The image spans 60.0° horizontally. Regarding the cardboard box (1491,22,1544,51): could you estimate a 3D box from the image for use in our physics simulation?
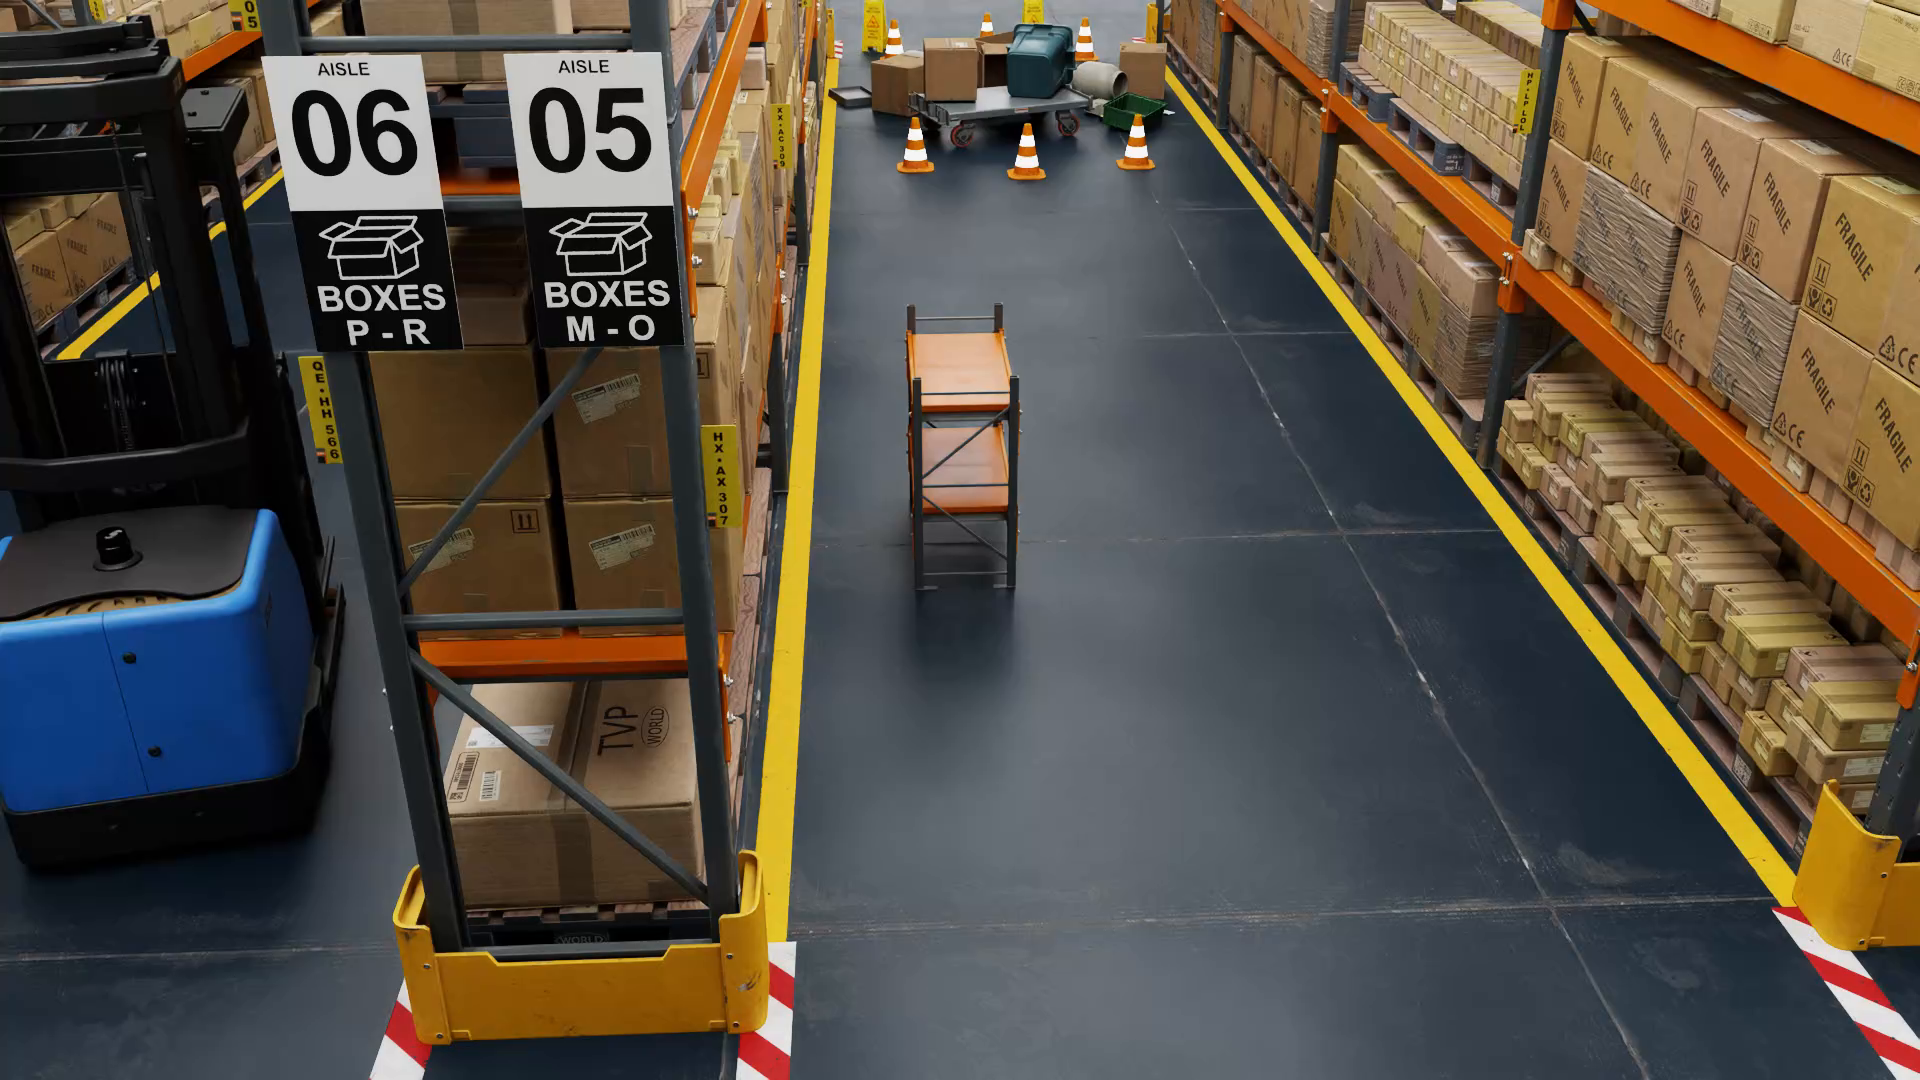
[{"bbox_3d":[3.799,-3.377,11.156,0.380,0.149,0.250,-1,28,-1],"label":"cardboard box"}]

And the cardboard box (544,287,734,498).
[{"bbox_3d":[-0.987,-0.470,5.217,0.500,0.500,0.500,-2,28,-4],"label":"cardboard box"}]

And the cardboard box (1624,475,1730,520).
[{"bbox_3d":[3.376,-0.181,7.839,0.380,0.149,0.250,-2,28,-5],"label":"cardboard box"}]

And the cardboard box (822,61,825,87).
[{"bbox_3d":[-1.674,-4.787,17.205,0.500,0.250,0.500,0,28,0],"label":"cardboard box"}]

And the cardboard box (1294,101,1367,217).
[{"bbox_3d":[3.331,-3.086,13.402,1.050,0.750,0.750,-2,28,-3],"label":"cardboard box"}]

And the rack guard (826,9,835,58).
[{"bbox_3d":[-2.078,-5.999,19.711,1.175,0.500,0.348,-1,28,-3],"label":"rack guard"}]

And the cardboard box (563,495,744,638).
[{"bbox_3d":[-0.985,-0.026,5.449,0.500,0.500,0.500,-2,28,-3],"label":"cardboard box"}]

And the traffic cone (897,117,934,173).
[{"bbox_3d":[-0.411,-3.631,15.212,0.336,0.463,0.334,-1,28,-3],"label":"traffic cone"}]

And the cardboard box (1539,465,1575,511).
[{"bbox_3d":[3.259,-0.277,8.665,0.380,0.149,0.250,-2,28,-3],"label":"cardboard box"}]

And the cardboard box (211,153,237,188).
[{"bbox_3d":[-6.718,-3.360,14.063,0.875,0.625,0.625,-2,28,-5],"label":"cardboard box"}]

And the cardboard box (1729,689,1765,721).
[{"bbox_3d":[3.413,0.680,6.832,0.380,0.149,0.250,-2,28,-3],"label":"cardboard box"}]

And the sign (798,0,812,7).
[{"bbox_3d":[-1.110,-3.976,11.878,0.100,0.325,0.005,-1,28,-3],"label":"sign"}]

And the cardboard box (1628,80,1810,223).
[{"bbox_3d":[3.300,-1.700,7.254,0.500,0.500,0.500,-1,28,-2],"label":"cardboard box"}]

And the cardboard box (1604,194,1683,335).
[{"bbox_3d":[3.280,-1.246,7.466,0.500,0.500,0.500,-2,28,-4],"label":"cardboard box"}]

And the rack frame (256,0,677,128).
[{"bbox_3d":[-1.247,-2.413,3.646,1.000,3.000,0.127,-1,28,-3],"label":"rack frame"}]

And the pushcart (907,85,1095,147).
[{"bbox_3d":[0.401,-4.211,16.415,1.648,0.377,0.936,-11,30,-20],"label":"pushcart"}]

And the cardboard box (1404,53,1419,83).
[{"bbox_3d":[3.157,-3.113,10.970,0.380,0.149,0.250,-1,28,-3],"label":"cardboard box"}]

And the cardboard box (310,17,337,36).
[{"bbox_3d":[-6.559,-5.051,16.629,0.500,0.250,0.500,-1,28,-3],"label":"cardboard box"}]

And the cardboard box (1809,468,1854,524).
[{"bbox_3d":[3.388,-0.183,6.129,0.380,0.149,0.250,-2,28,-3],"label":"cardboard box"}]

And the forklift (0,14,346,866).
[{"bbox_3d":[-3.429,-0.739,6.997,1.130,2.935,3.031,-7,28,-13],"label":"forklift"}]

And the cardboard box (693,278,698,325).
[{"bbox_3d":[-0.989,-0.699,4.956,0.380,0.149,0.250,-1,28,-2],"label":"cardboard box"}]

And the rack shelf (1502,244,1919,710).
[{"bbox_3d":[3.587,-0.524,7.289,1.077,0.370,4.000,-1,28,-3],"label":"rack shelf"}]

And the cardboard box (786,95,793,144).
[{"bbox_3d":[-1.252,-2.440,9.805,0.500,0.250,0.500,-1,28,-2],"label":"cardboard box"}]

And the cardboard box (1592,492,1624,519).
[{"bbox_3d":[3.335,-0.167,8.134,0.380,0.149,0.250,0,28,0],"label":"cardboard box"}]

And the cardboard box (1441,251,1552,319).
[{"bbox_3d":[3.191,-1.515,9.849,0.500,0.250,0.500,-2,28,-4],"label":"cardboard box"}]

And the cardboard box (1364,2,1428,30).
[{"bbox_3d":[3.104,-3.733,11.837,0.380,0.149,0.250,-1,28,-3],"label":"cardboard box"}]

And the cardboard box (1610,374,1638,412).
[{"bbox_3d":[3.761,-0.795,9.016,0.380,0.149,0.250,-1,28,-1],"label":"cardboard box"}]

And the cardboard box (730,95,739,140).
[{"bbox_3d":[-1.133,-1.770,7.010,0.380,0.149,0.250,-2,28,-3],"label":"cardboard box"}]

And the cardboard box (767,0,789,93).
[{"bbox_3d":[-1.303,-3.003,10.075,0.500,0.500,0.500,-2,28,-3],"label":"cardboard box"}]

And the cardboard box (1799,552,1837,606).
[{"bbox_3d":[3.883,0.160,7.186,0.380,0.149,0.250,0,28,-1],"label":"cardboard box"}]

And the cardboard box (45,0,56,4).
[{"bbox_3d":[-6.918,-4.043,12.448,0.380,0.149,0.250,-1,28,-3],"label":"cardboard box"}]

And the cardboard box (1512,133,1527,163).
[{"bbox_3d":[3.264,-2.153,9.129,0.380,0.149,0.250,-1,28,-1],"label":"cardboard box"}]

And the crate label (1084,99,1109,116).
[{"bbox_3d":[1.430,-4.462,17.157,0.298,0.136,0.250,-23,35,-37],"label":"crate label"}]

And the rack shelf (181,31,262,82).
[{"bbox_3d":[-6.726,-3.931,13.821,1.077,0.370,4.000,-1,28,-3],"label":"rack shelf"}]

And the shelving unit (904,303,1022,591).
[{"bbox_3d":[0.000,-0.496,8.484,0.538,1.125,1.048,-1,28,-3],"label":"shelving unit"}]

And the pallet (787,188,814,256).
[{"bbox_3d":[-1.704,-2.572,13.454,1.003,0.211,1.213,-1,28,-3],"label":"pallet"}]

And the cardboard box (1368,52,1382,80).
[{"bbox_3d":[3.109,-3.353,11.754,0.380,0.149,0.250,0,28,0],"label":"cardboard box"}]

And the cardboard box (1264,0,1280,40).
[{"bbox_3d":[2.900,-4.558,14.137,0.500,0.500,0.500,-1,28,-2],"label":"cardboard box"}]

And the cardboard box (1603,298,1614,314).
[{"bbox_3d":[3.333,-1.152,7.986,0.380,0.149,0.250,-3,28,-5],"label":"cardboard box"}]

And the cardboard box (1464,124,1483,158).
[{"bbox_3d":[3.226,-2.371,9.870,0.380,0.149,0.250,-3,28,-5],"label":"cardboard box"}]

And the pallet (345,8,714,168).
[{"bbox_3d":[-1.296,-1.386,5.017,1.003,0.211,1.213,-1,28,-3],"label":"pallet"}]

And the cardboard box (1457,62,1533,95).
[{"bbox_3d":[3.217,-2.764,9.981,0.380,0.149,0.250,-2,28,-4],"label":"cardboard box"}]

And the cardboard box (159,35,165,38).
[{"bbox_3d":[-6.422,-3.703,12.768,0.500,0.250,0.500,-2,28,-4],"label":"cardboard box"}]

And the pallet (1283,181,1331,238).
[{"bbox_3d":[3.307,-2.744,13.782,1.003,0.211,1.213,-1,28,-3],"label":"pallet"}]

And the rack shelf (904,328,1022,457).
[{"bbox_3d":[0.000,-0.755,8.349,0.538,0.278,1.000,-1,28,-3],"label":"rack shelf"}]

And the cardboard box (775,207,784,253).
[{"bbox_3d":[-1.215,-1.744,9.012,0.500,0.250,0.500,-2,28,-4],"label":"cardboard box"}]

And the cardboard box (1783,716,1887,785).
[{"bbox_3d":[3.379,0.790,6.300,0.380,0.149,0.250,-2,28,-4],"label":"cardboard box"}]

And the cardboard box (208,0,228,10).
[{"bbox_3d":[-6.494,-4.634,14.014,0.500,0.250,0.500,-1,28,-2],"label":"cardboard box"}]

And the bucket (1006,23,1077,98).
[{"bbox_3d":[0.755,-4.691,16.397,0.726,0.611,0.620,8,39,15],"label":"bucket"}]

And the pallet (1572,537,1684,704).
[{"bbox_3d":[3.619,0.344,7.863,1.003,0.211,1.213,-1,28,-3],"label":"pallet"}]

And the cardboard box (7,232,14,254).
[{"bbox_3d":[-6.301,-1.857,10.614,0.380,0.149,0.250,-3,28,-5],"label":"cardboard box"}]
